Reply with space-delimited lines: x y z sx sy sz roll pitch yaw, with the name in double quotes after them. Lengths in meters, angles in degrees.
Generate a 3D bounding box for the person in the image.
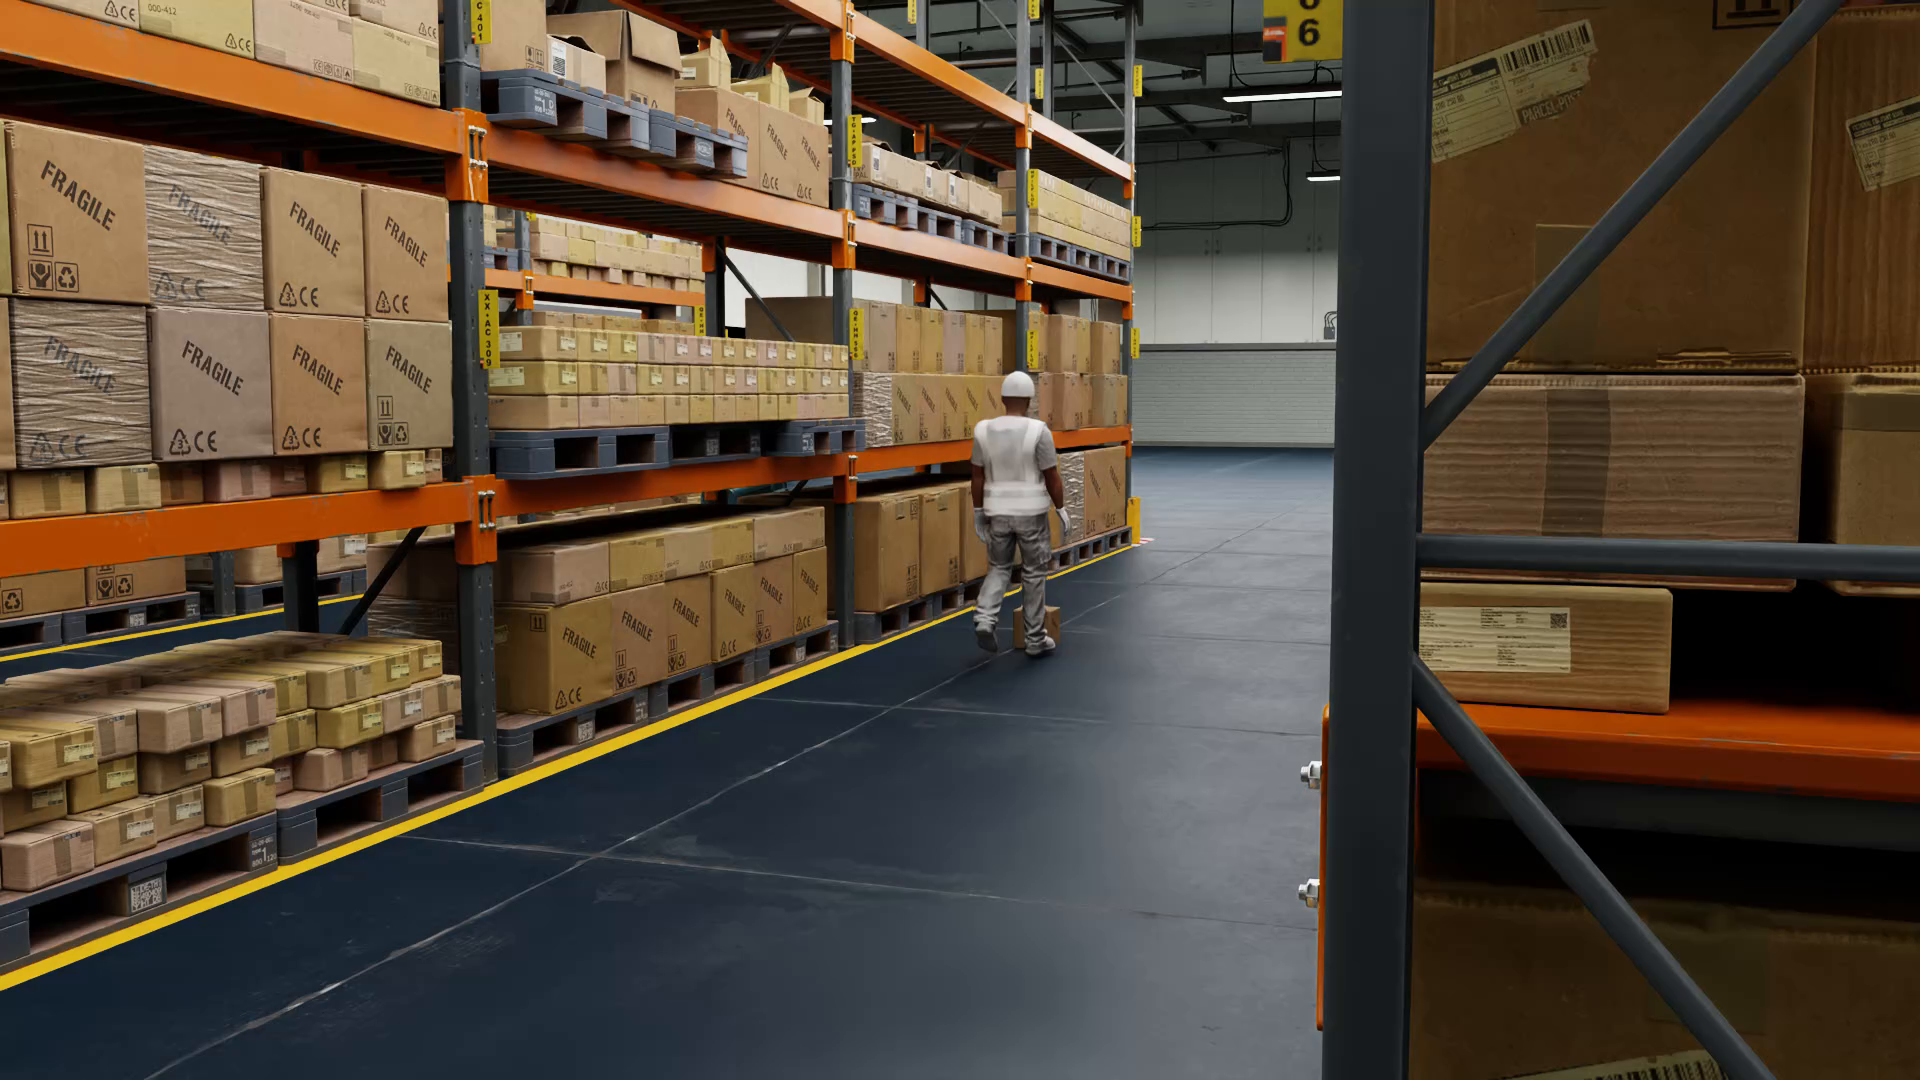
0.385 -0.162 10.433 0.576 1.781 0.615 2 6 24 "person"
